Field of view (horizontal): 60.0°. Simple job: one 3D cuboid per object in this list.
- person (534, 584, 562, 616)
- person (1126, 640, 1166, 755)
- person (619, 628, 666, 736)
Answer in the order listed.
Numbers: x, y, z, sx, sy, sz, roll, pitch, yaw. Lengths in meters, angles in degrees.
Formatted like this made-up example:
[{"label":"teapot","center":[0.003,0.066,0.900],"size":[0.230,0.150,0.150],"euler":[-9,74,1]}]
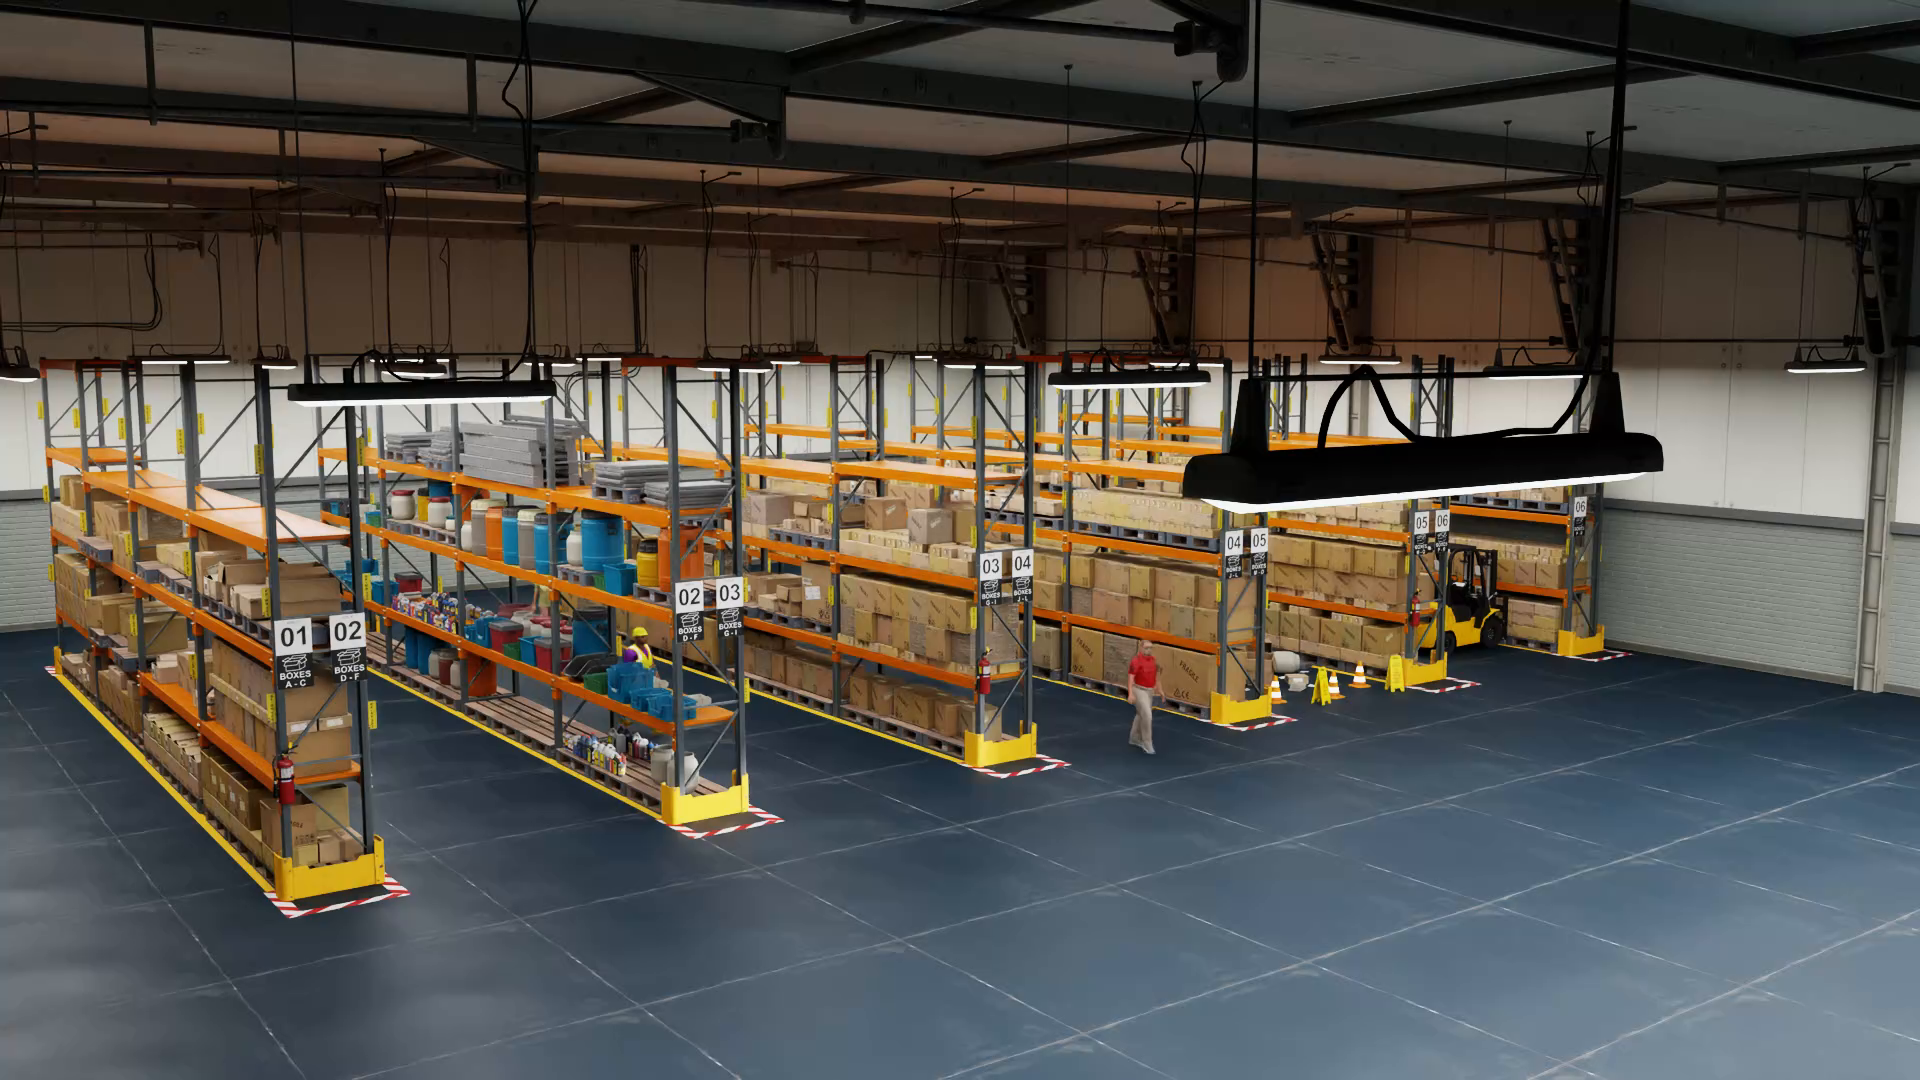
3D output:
[{"label":"person","center":[-8.556,1.380,34.540],"size":[0.491,1.610,1.081],"euler":[-5,8,-35]},{"label":"person","center":[2.886,2.420,25.684],"size":[0.737,1.772,0.552],"euler":[6,9,43]},{"label":"person","center":[-5.110,2.257,26.793],"size":[1.106,1.716,0.615],"euler":[3,8,27]}]
